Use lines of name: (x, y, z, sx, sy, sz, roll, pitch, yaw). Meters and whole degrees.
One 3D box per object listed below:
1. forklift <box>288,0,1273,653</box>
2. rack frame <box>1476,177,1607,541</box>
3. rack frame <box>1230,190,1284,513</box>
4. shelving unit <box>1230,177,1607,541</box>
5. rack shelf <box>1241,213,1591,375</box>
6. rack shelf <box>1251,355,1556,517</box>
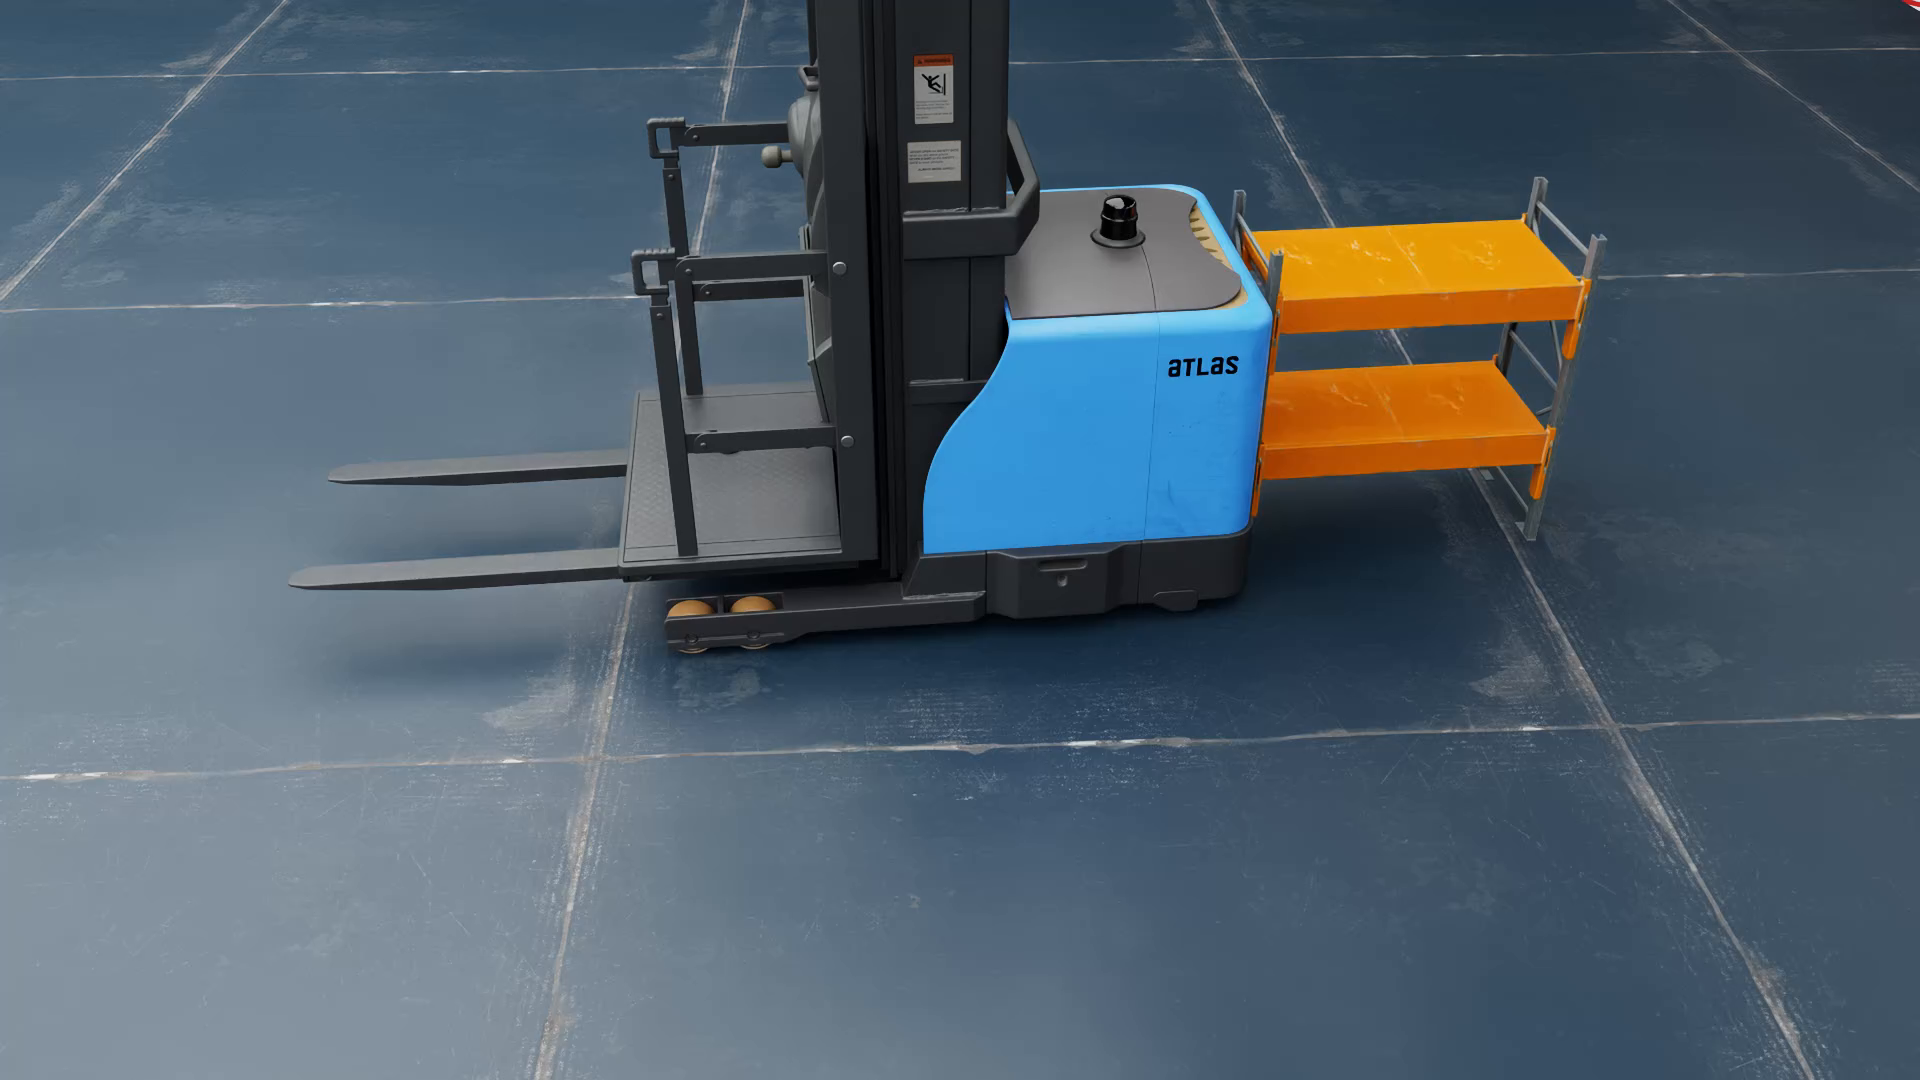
forklift: (-0.618, -1.166, 4.860, 3.031, 2.935, 1.130, -4, 35, -5)
rack frame: (1.946, -0.600, 5.628, 0.032, 1.125, 0.500, -4, 35, -5)
rack frame: (0.936, -0.537, 5.538, 0.032, 1.125, 0.500, -4, 35, -5)
shelving unit: (1.441, -0.569, 5.583, 1.048, 1.125, 0.538, -4, 35, -5)
rack shelf: (1.441, -0.809, 5.417, 1.000, 0.278, 0.538, -4, 35, -5)
rack shelf: (1.441, -0.368, 5.722, 1.000, 0.278, 0.538, -4, 35, -5)
